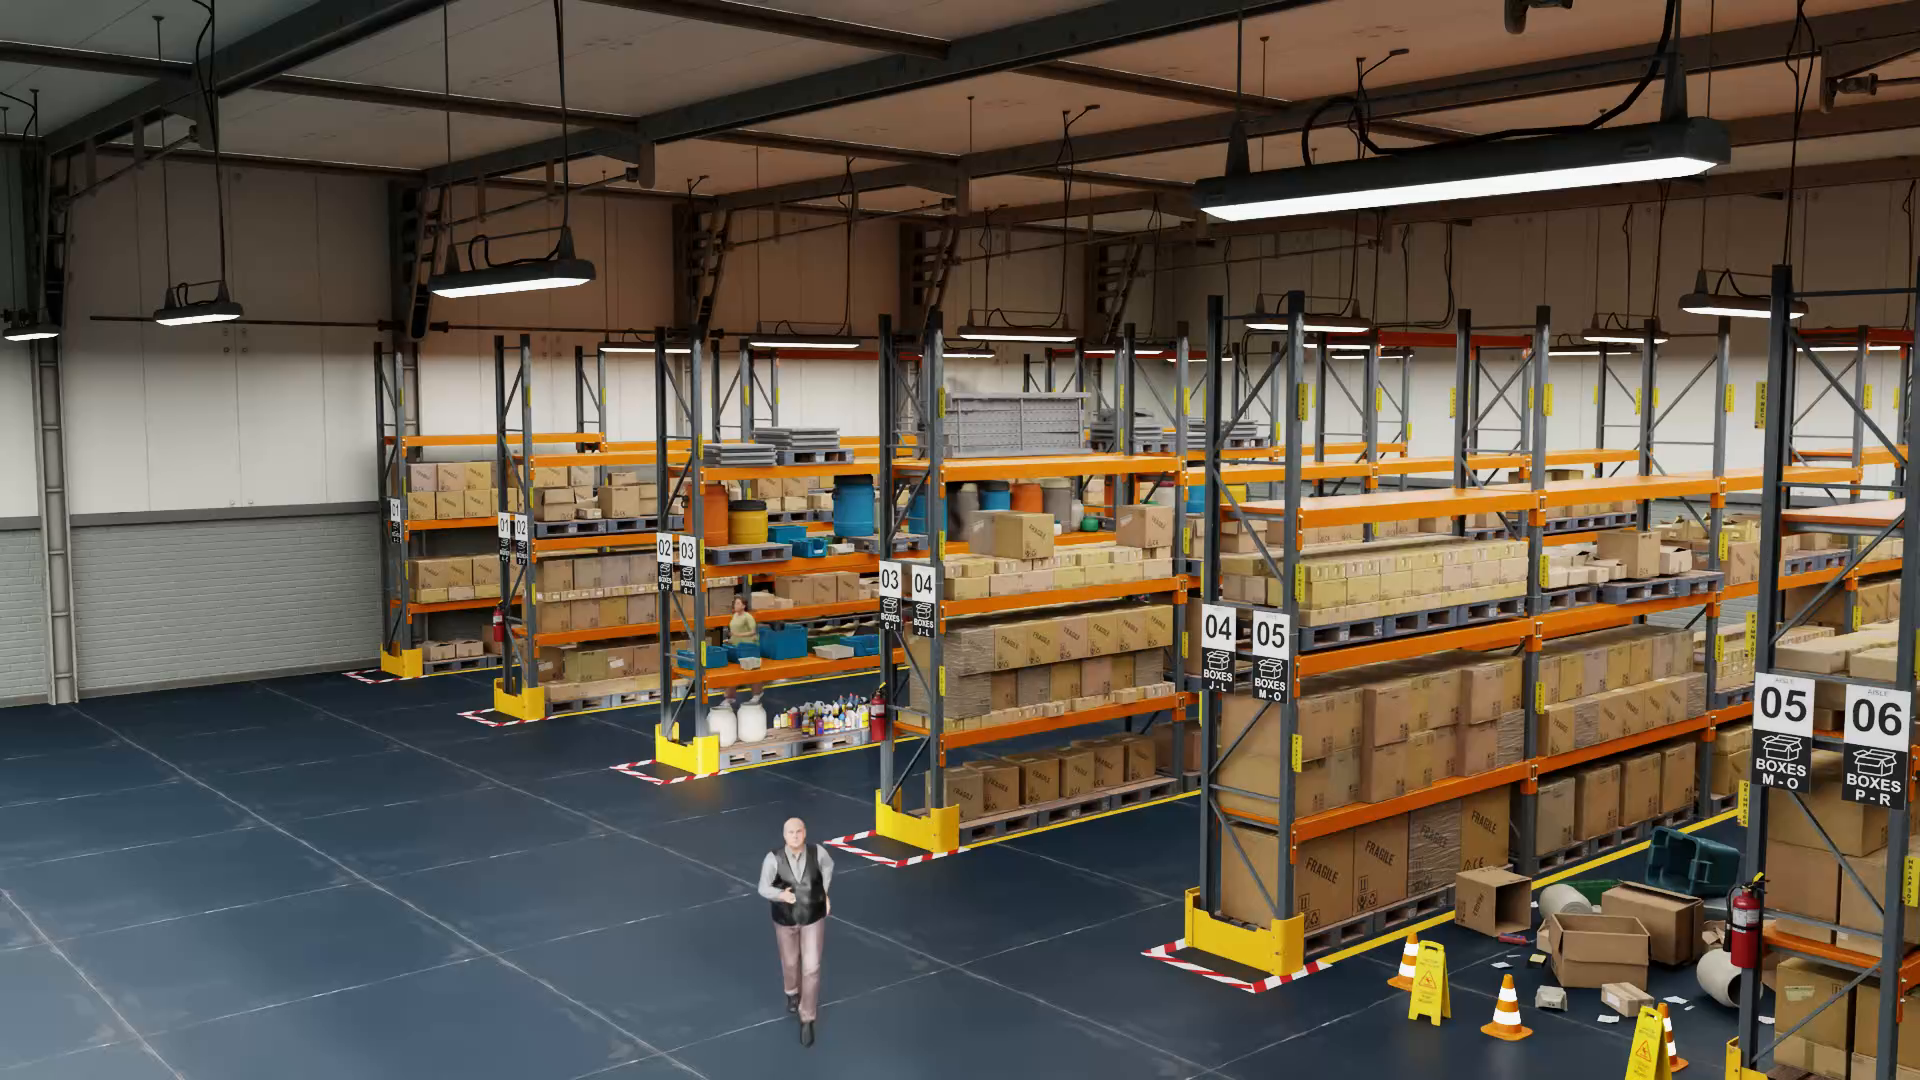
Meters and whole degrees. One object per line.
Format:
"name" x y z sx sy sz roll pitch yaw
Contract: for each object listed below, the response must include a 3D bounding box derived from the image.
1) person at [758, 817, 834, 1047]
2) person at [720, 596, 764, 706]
"person" -1.315 3.087 13.386 0.587 1.768 0.843 0 5 -2
"person" -3.344 1.695 25.502 0.578 1.696 0.830 4 6 36
